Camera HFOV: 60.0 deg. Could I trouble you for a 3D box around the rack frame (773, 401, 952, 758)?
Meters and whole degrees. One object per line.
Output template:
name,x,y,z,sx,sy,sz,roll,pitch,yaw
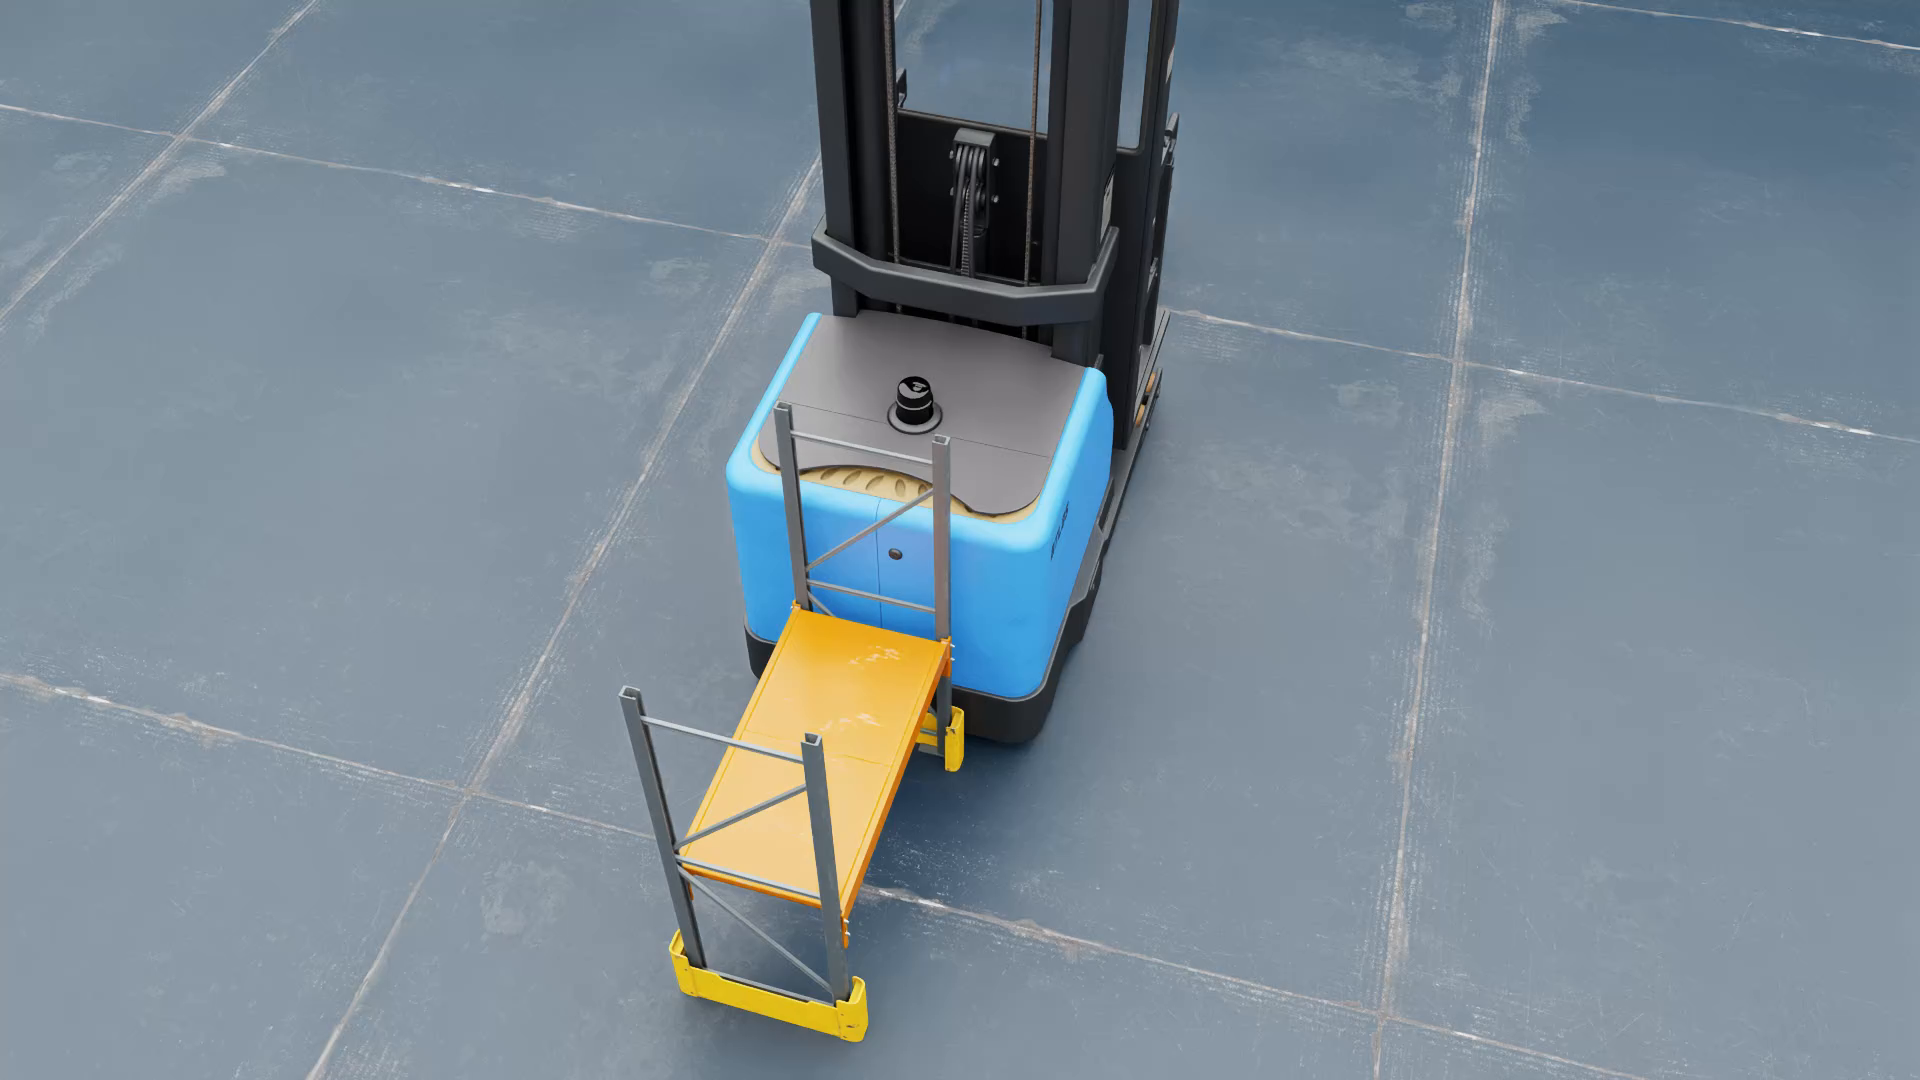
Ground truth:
rack frame,-0.270,0.176,5.095,0.500,1.500,0.032,13,50,11

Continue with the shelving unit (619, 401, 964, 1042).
shelving unit,-0.419,0.547,4.767,0.587,1.500,1.083,13,50,11

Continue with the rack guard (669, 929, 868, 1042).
rack guard,-0.563,1.318,4.920,0.587,0.250,0.087,13,50,11

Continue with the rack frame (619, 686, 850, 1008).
rack frame,-0.563,0.906,4.450,0.500,1.500,0.032,13,50,11

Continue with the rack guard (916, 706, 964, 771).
rack guard,-0.276,0.603,5.551,0.587,0.250,0.087,13,50,11

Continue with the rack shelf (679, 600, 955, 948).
rack shelf,-0.417,0.660,4.907,0.538,0.185,1.000,13,50,11

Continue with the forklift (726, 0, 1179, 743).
forklift,0.180,-1.423,5.551,1.130,2.935,3.031,13,50,11
